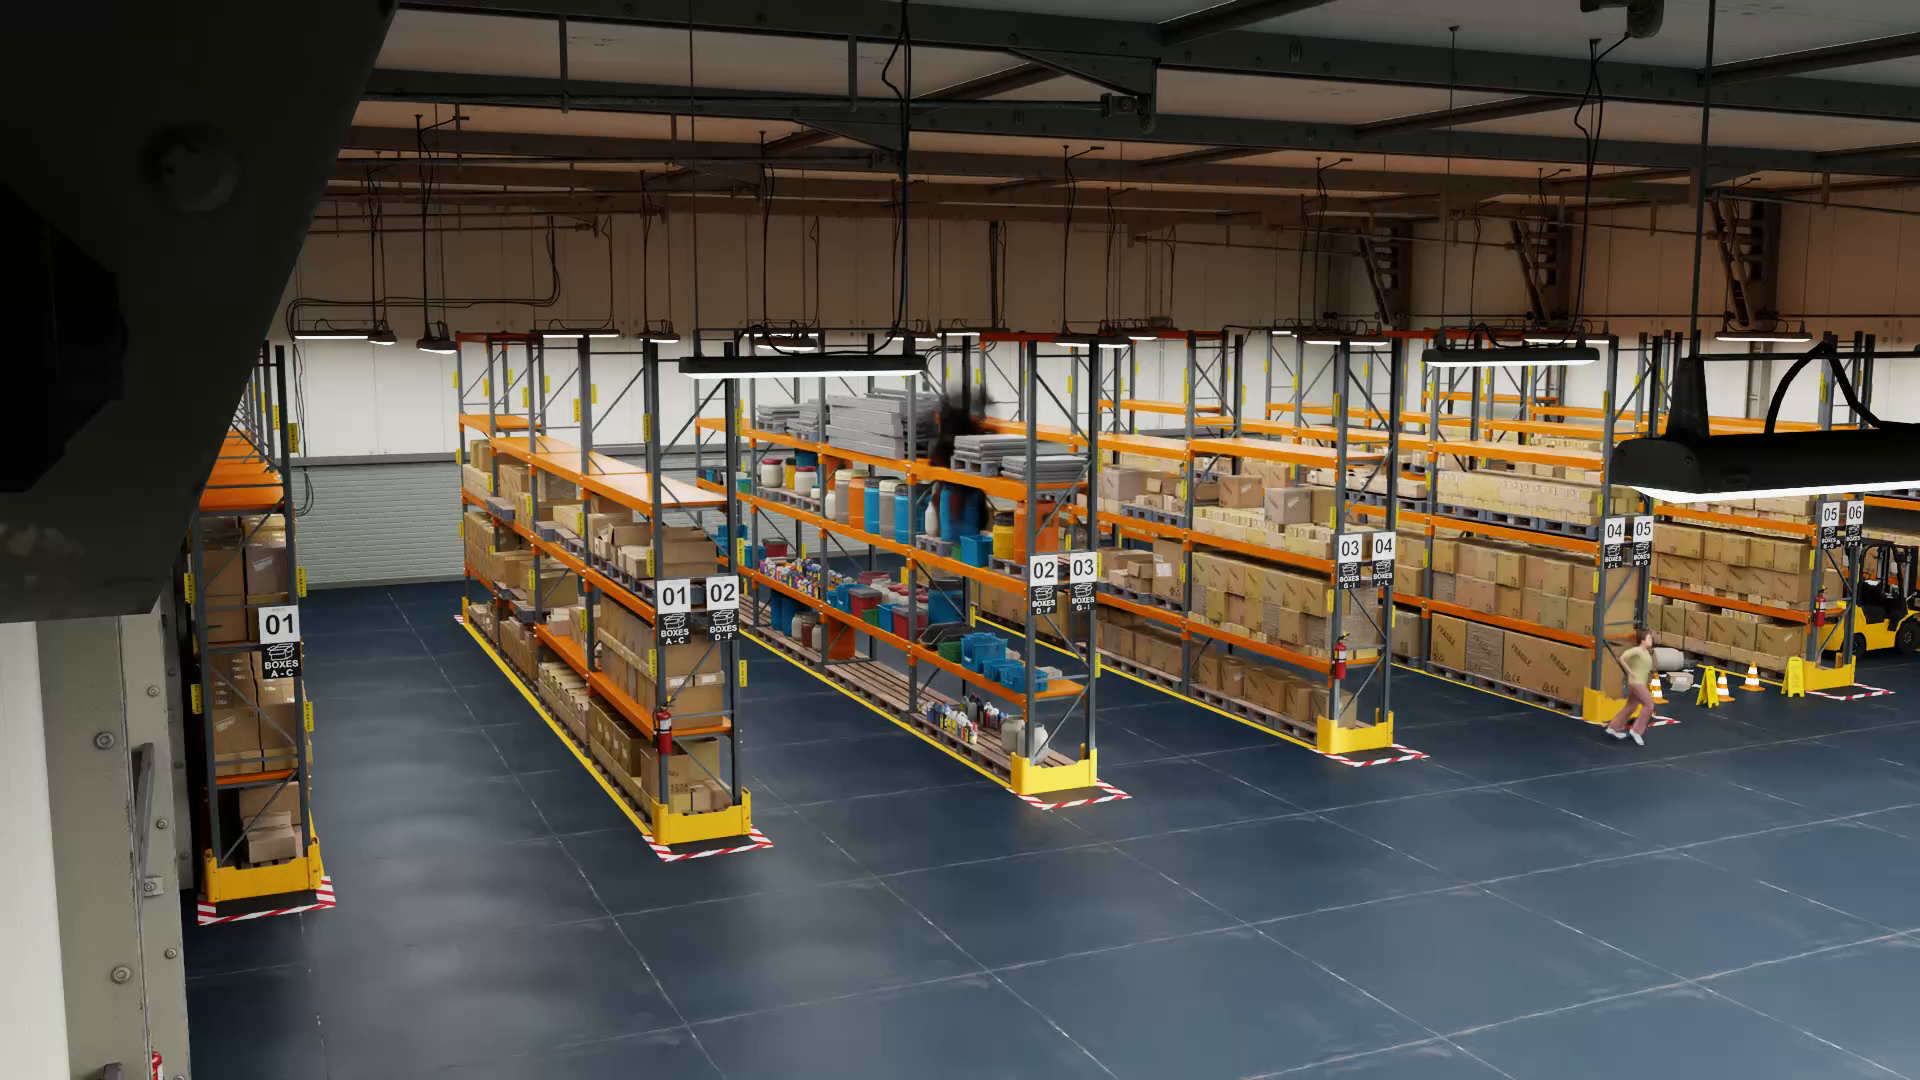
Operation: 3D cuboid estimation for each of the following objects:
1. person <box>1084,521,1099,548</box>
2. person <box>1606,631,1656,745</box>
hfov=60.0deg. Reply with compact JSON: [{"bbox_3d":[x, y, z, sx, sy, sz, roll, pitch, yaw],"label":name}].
[{"bbox_3d":[2.855,0.477,37.085,0.712,1.830,0.858,-3,8,-23],"label":"person"},{"bbox_3d":[10.074,2.183,24.850,0.682,1.695,0.565,5,9,35],"label":"person"}]
